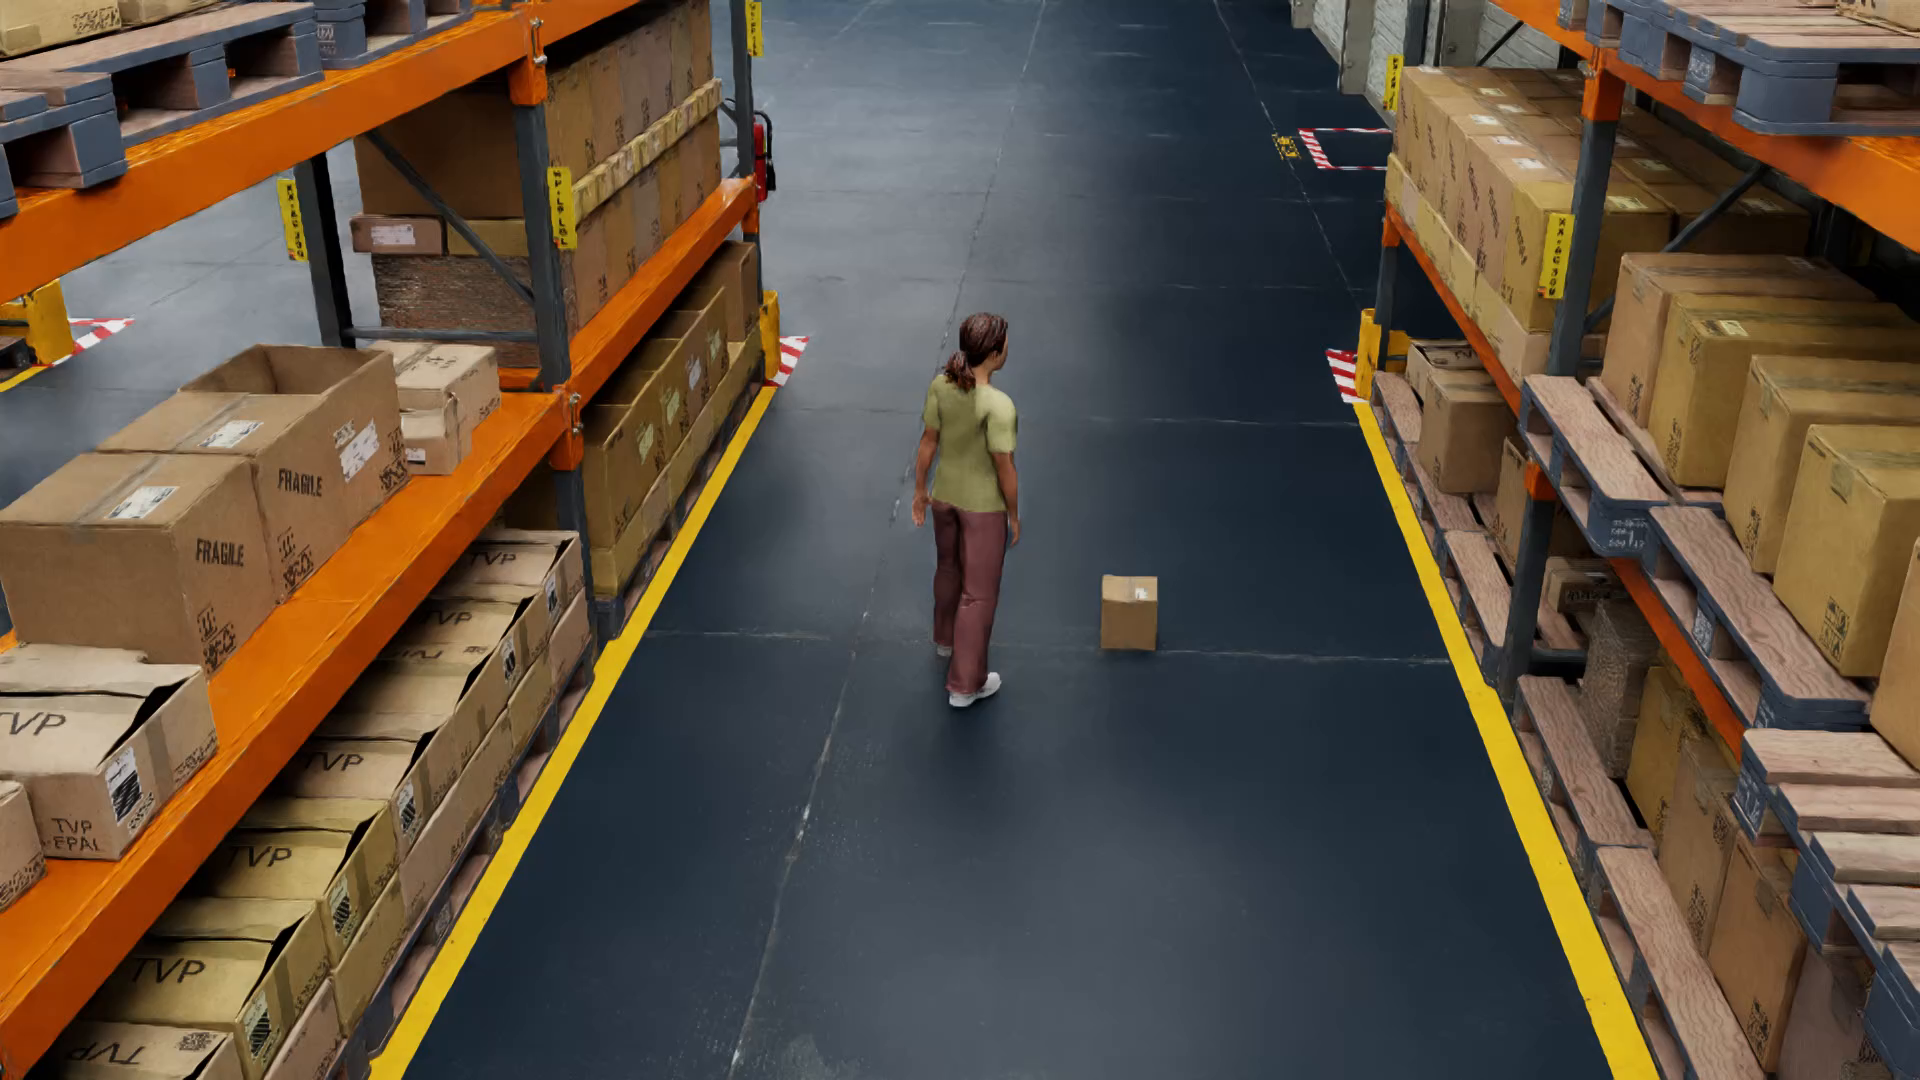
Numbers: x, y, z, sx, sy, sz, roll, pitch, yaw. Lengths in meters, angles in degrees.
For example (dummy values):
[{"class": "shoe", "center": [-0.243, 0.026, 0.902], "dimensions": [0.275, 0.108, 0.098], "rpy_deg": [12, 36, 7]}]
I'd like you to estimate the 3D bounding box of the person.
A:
[{"class": "person", "center": [0.076, -0.168, 6.950], "dimensions": [0.559, 1.675, 0.599], "rpy_deg": [20, 31, 36]}]
